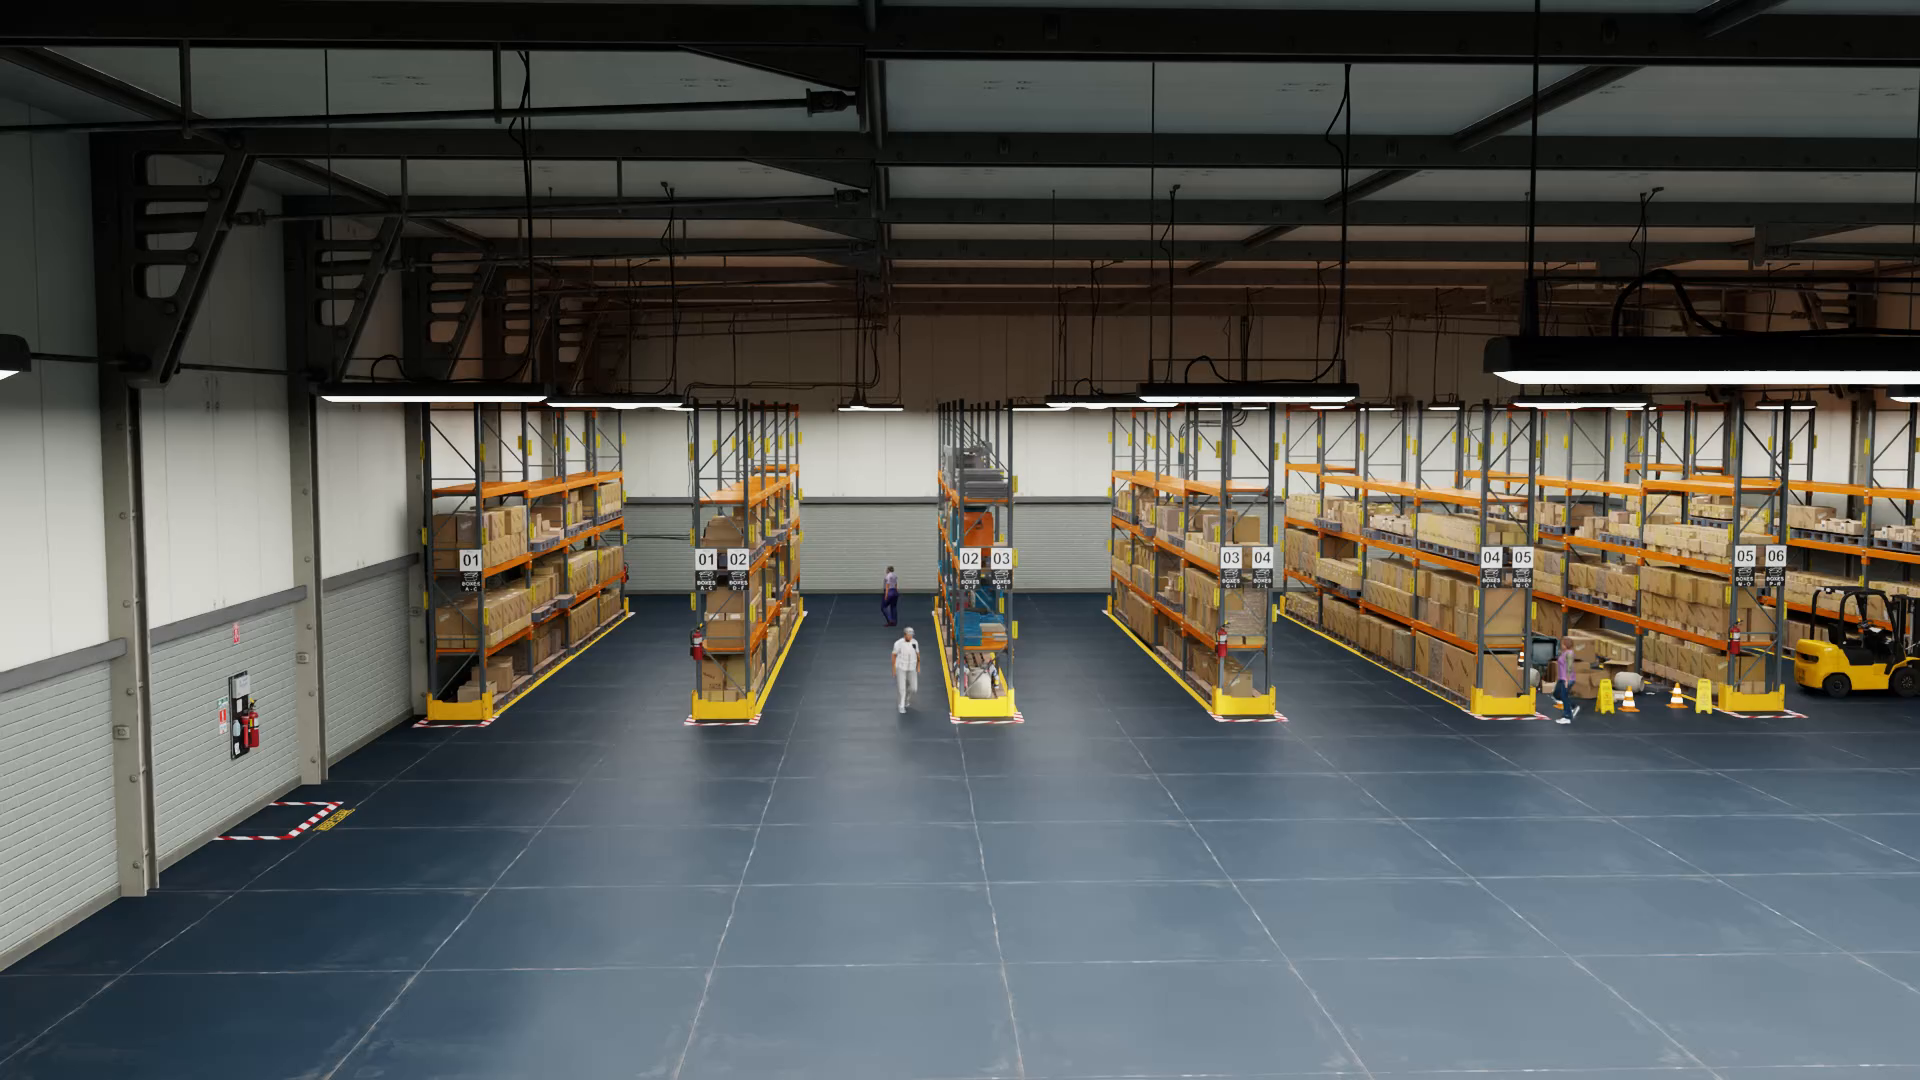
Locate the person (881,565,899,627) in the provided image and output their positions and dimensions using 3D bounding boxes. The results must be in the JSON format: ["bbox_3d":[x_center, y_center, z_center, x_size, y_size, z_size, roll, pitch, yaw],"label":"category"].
[{"bbox_3d":[-1.868,1.521,44.841,0.403,1.649,0.513,3,5,36],"label":"person"}]

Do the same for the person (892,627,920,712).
[{"bbox_3d":[-1.055,2.481,32.077,0.535,1.640,0.610,-2,5,-20],"label":"person"}]

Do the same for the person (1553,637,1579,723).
[{"bbox_3d":[11.228,2.580,30.657,0.478,1.588,0.425,0,4,-3],"label":"person"}]
